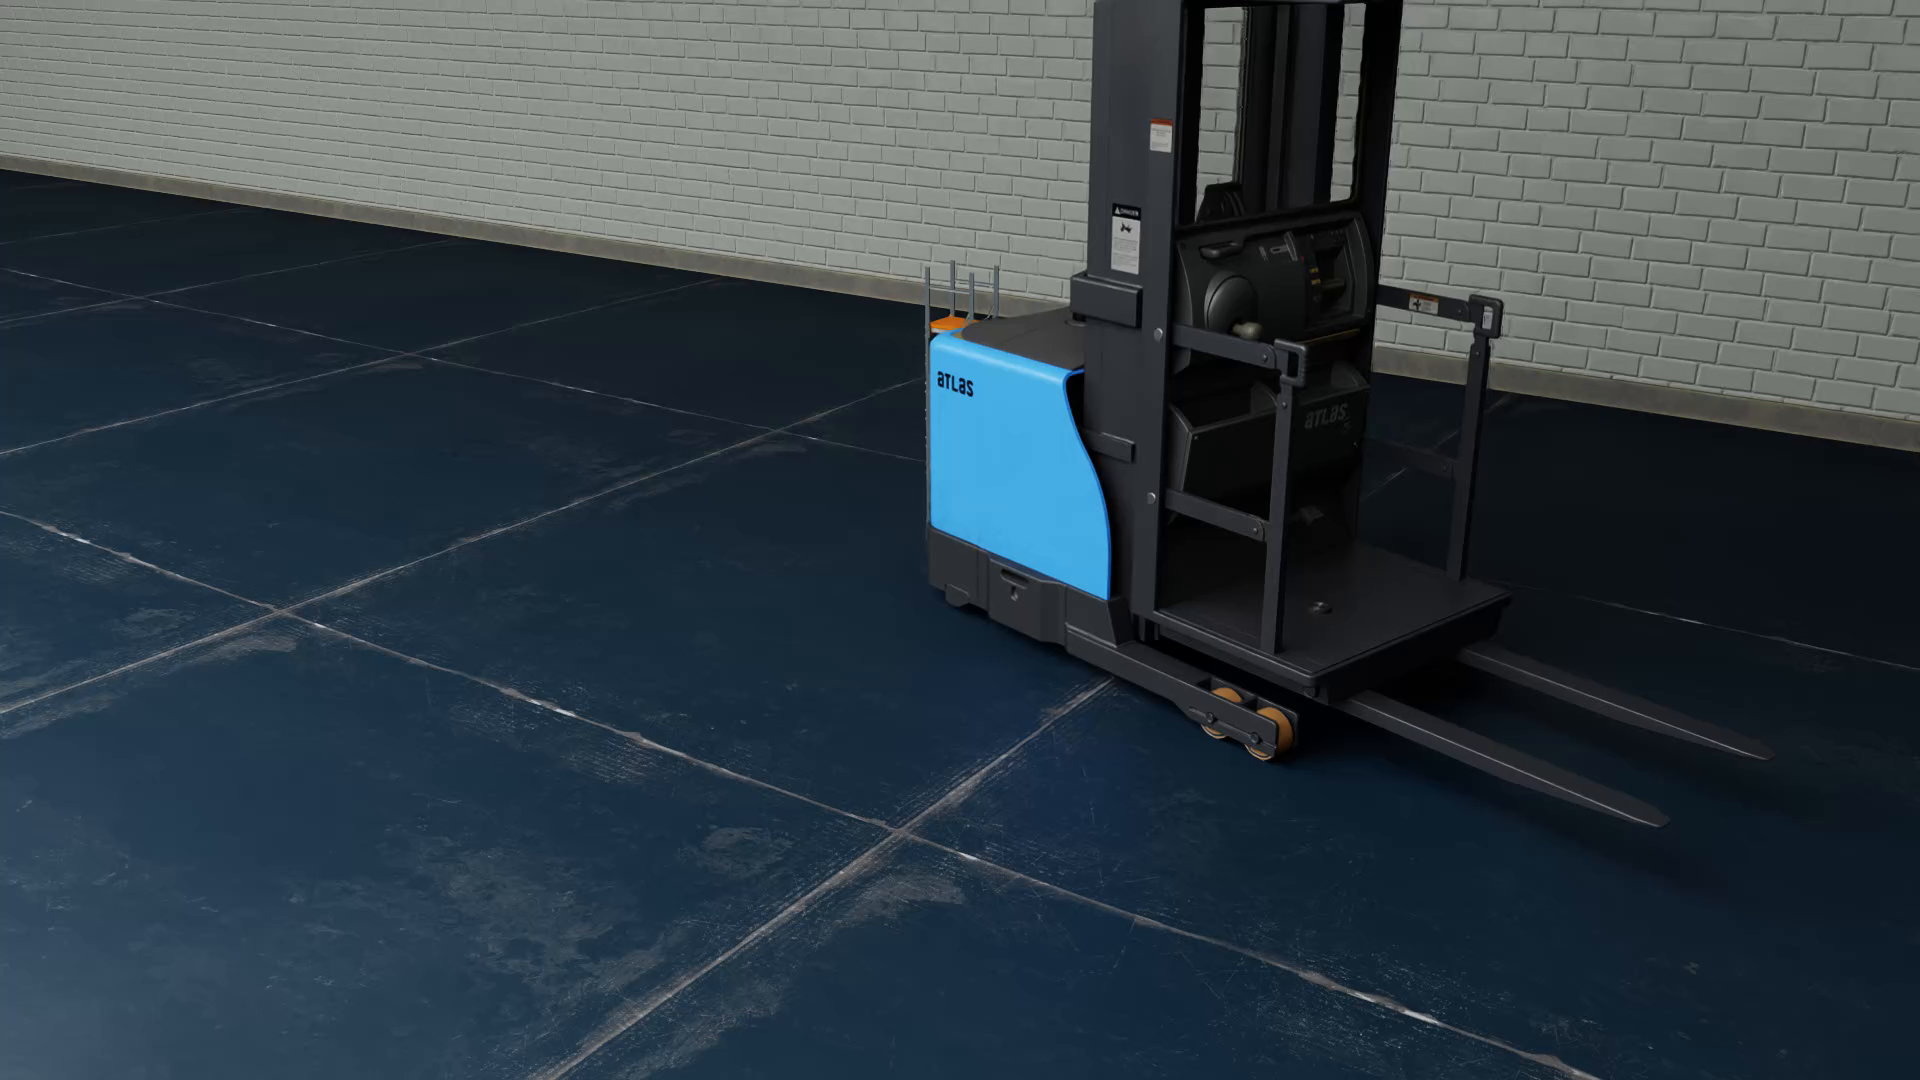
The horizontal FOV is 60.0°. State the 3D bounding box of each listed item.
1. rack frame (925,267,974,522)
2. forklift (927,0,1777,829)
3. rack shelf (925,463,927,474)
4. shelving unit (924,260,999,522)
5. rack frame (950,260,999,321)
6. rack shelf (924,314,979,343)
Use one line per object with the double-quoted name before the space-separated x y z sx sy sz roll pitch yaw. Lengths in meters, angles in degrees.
"rack frame" -0.043 -0.541 6.997 0.240 1.200 0.006 13 24 32
"forklift" 1.195 -0.863 5.374 1.130 2.935 3.031 -16 26 -37
"rack shelf" 0.008 -0.300 7.167 0.258 0.103 0.180 13 24 32
"shelving unit" 0.008 -0.567 7.068 0.258 1.200 0.189 13 24 32
"rack frame" 0.060 -0.593 7.139 0.240 1.200 0.006 13 24 32
"rack shelf" 0.008 -0.863 6.959 0.258 0.103 0.180 13 24 32
